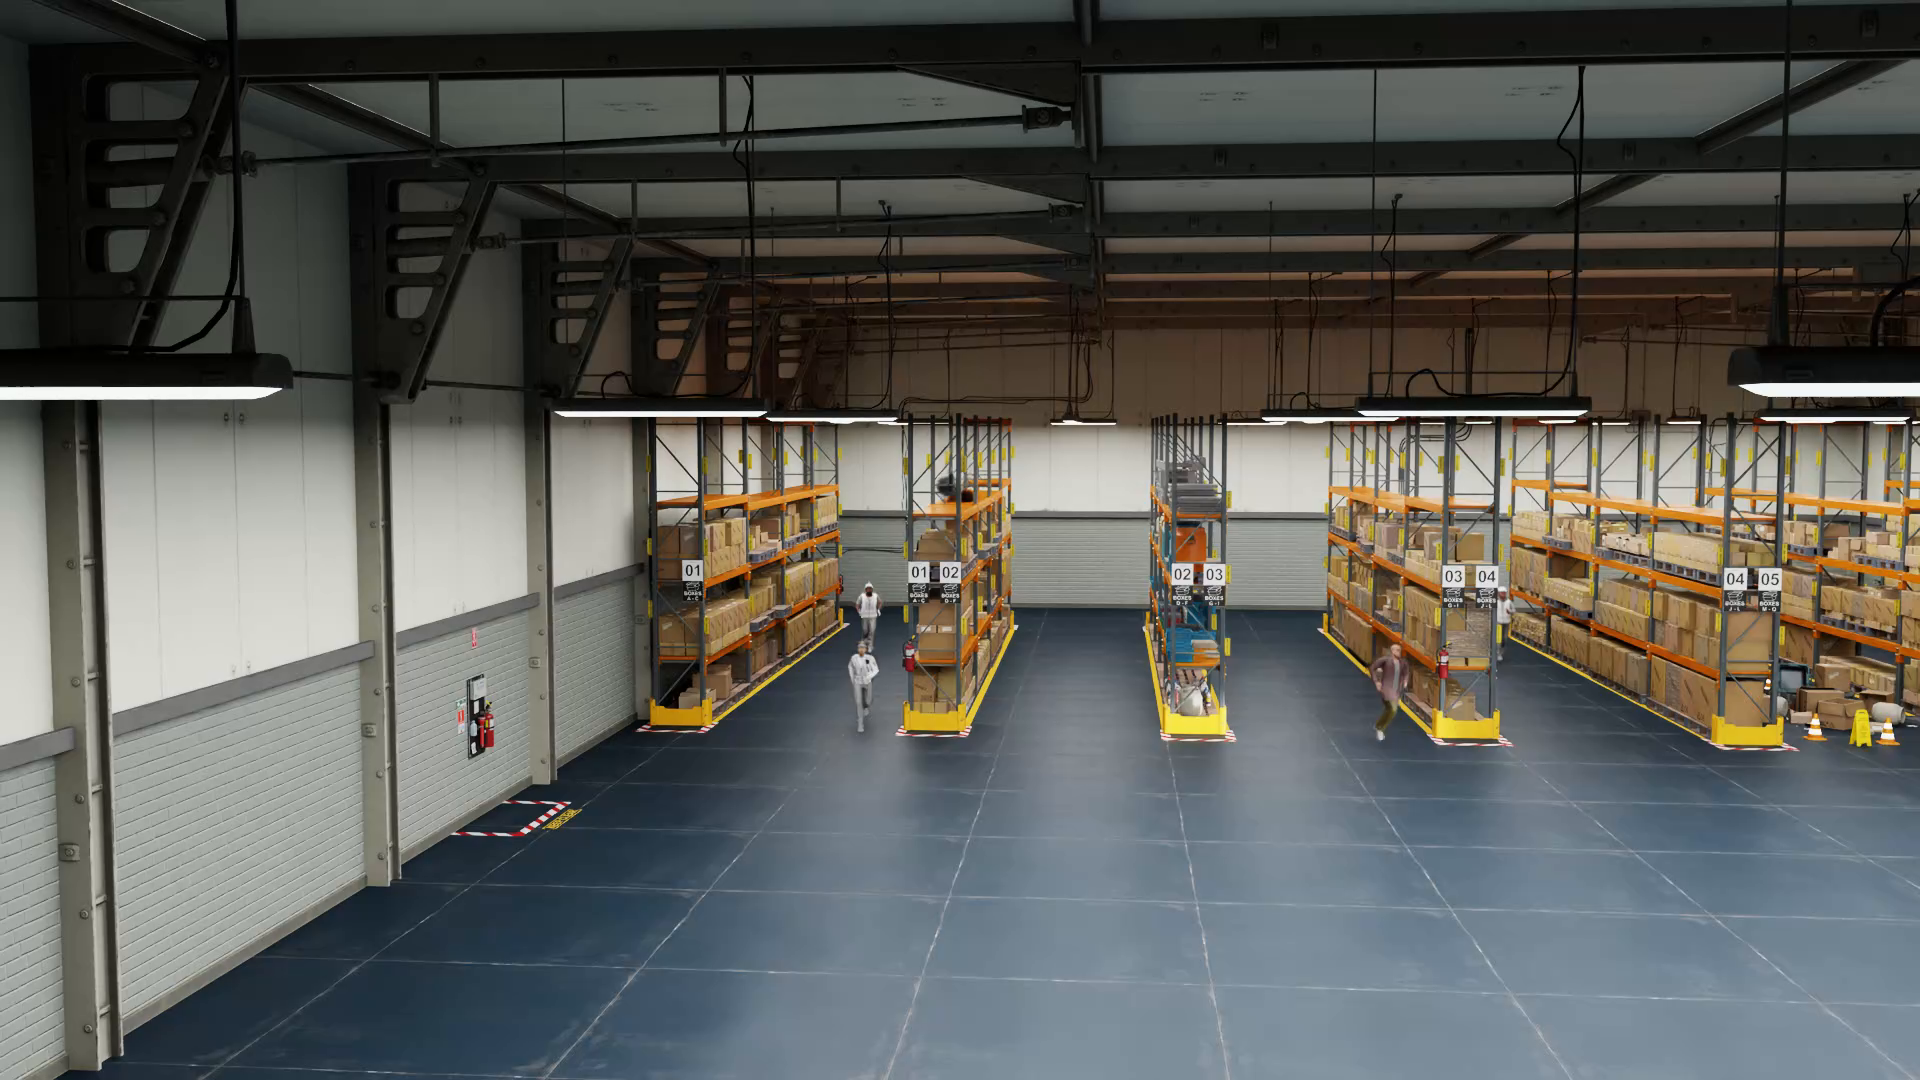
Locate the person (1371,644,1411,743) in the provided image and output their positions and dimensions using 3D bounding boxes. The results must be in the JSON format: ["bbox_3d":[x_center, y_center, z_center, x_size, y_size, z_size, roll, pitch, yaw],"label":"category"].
[{"bbox_3d":[7.962,2.800,30.519,0.699,1.784,0.726,-2,4,-26],"label":"person"}]

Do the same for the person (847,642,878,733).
[{"bbox_3d":[-1.855,2.775,31.735,0.581,1.708,1.050,0,4,-5],"label":"person"}]

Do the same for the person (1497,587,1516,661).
[{"bbox_3d":[13.397,2.043,41.091,0.658,1.766,0.948,0,4,7],"label":"person"}]

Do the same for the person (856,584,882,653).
[{"bbox_3d":[-2.329,1.995,42.597,0.680,1.760,0.820,0,4,-6],"label":"person"}]
